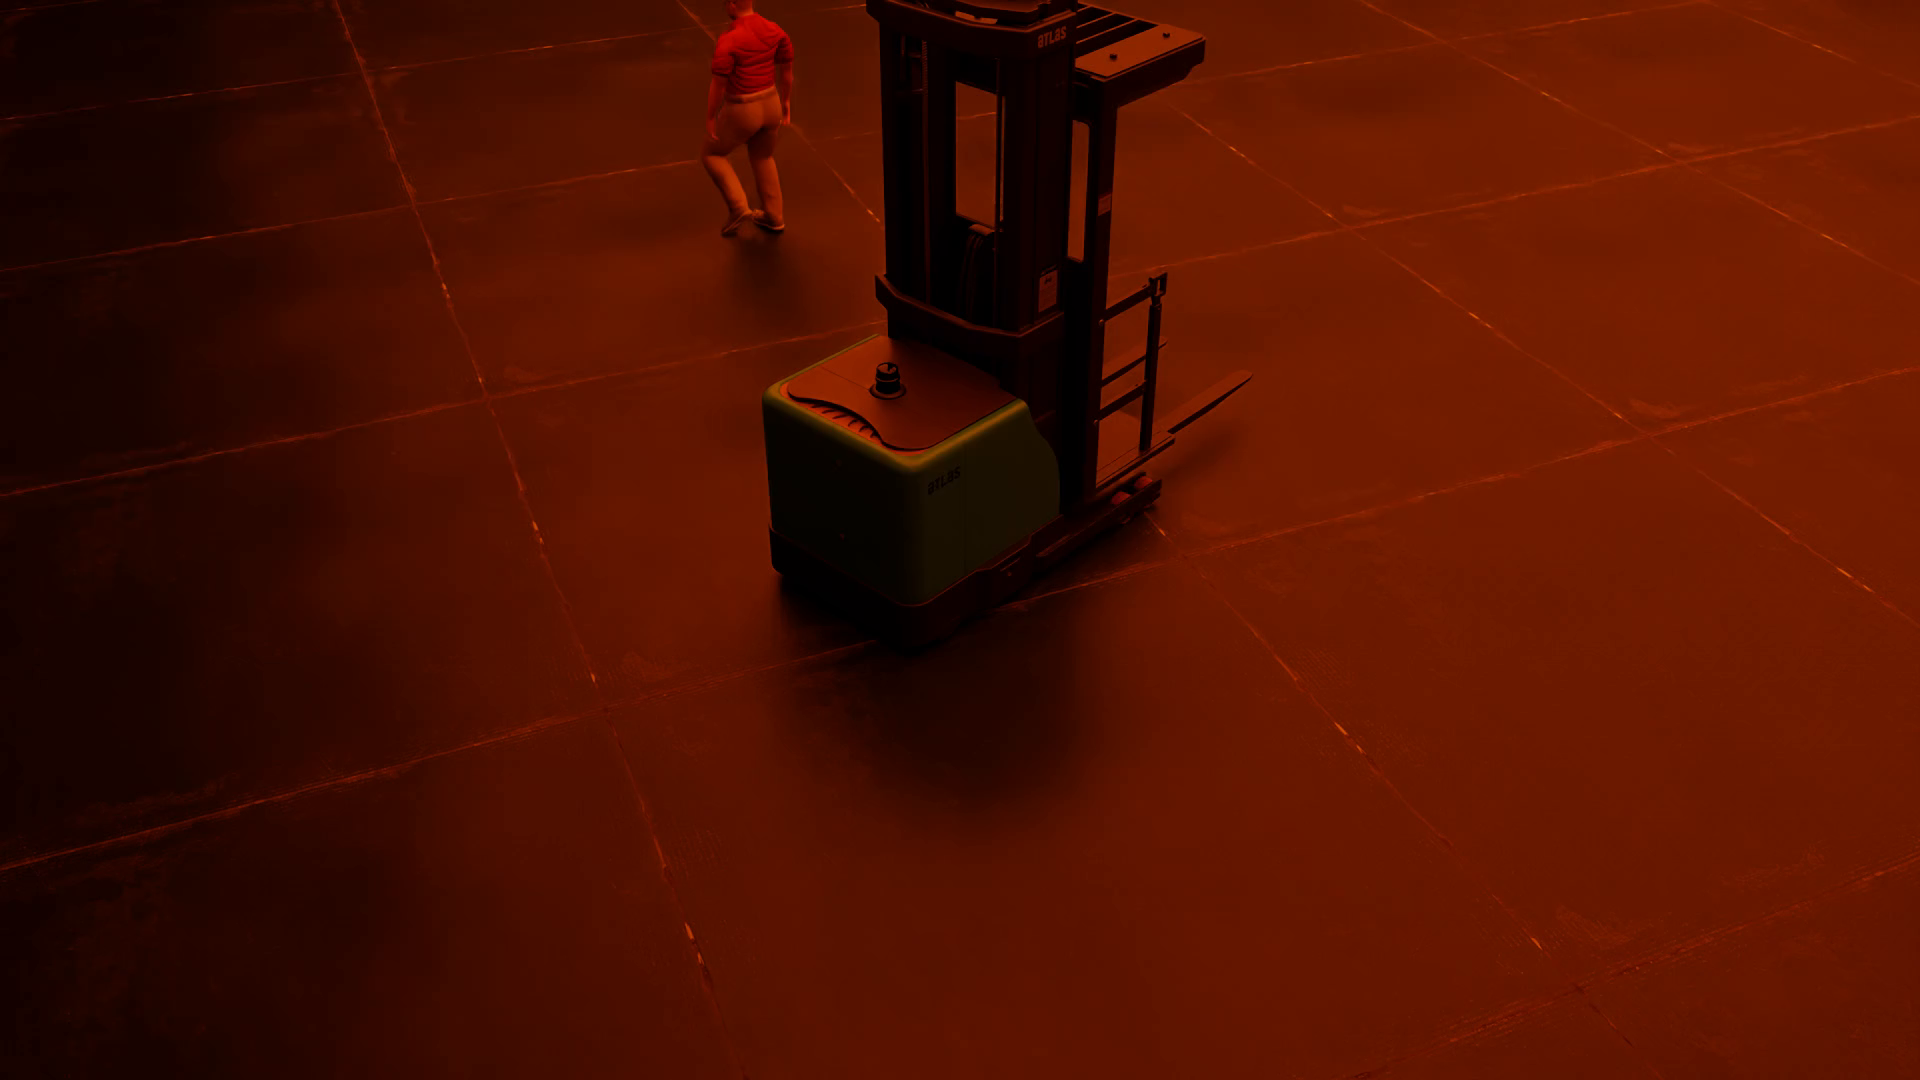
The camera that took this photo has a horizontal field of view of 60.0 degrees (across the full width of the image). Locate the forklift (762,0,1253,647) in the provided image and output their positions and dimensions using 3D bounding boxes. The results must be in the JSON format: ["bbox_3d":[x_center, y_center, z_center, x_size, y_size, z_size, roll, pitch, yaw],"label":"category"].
[{"bbox_3d":[0.423,-1.461,8.153,1.130,2.935,3.031,28,44,33],"label":"forklift"}]

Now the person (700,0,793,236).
[{"bbox_3d":[-1.470,-2.910,11.264,0.467,1.724,0.666,30,45,35],"label":"person"}]
